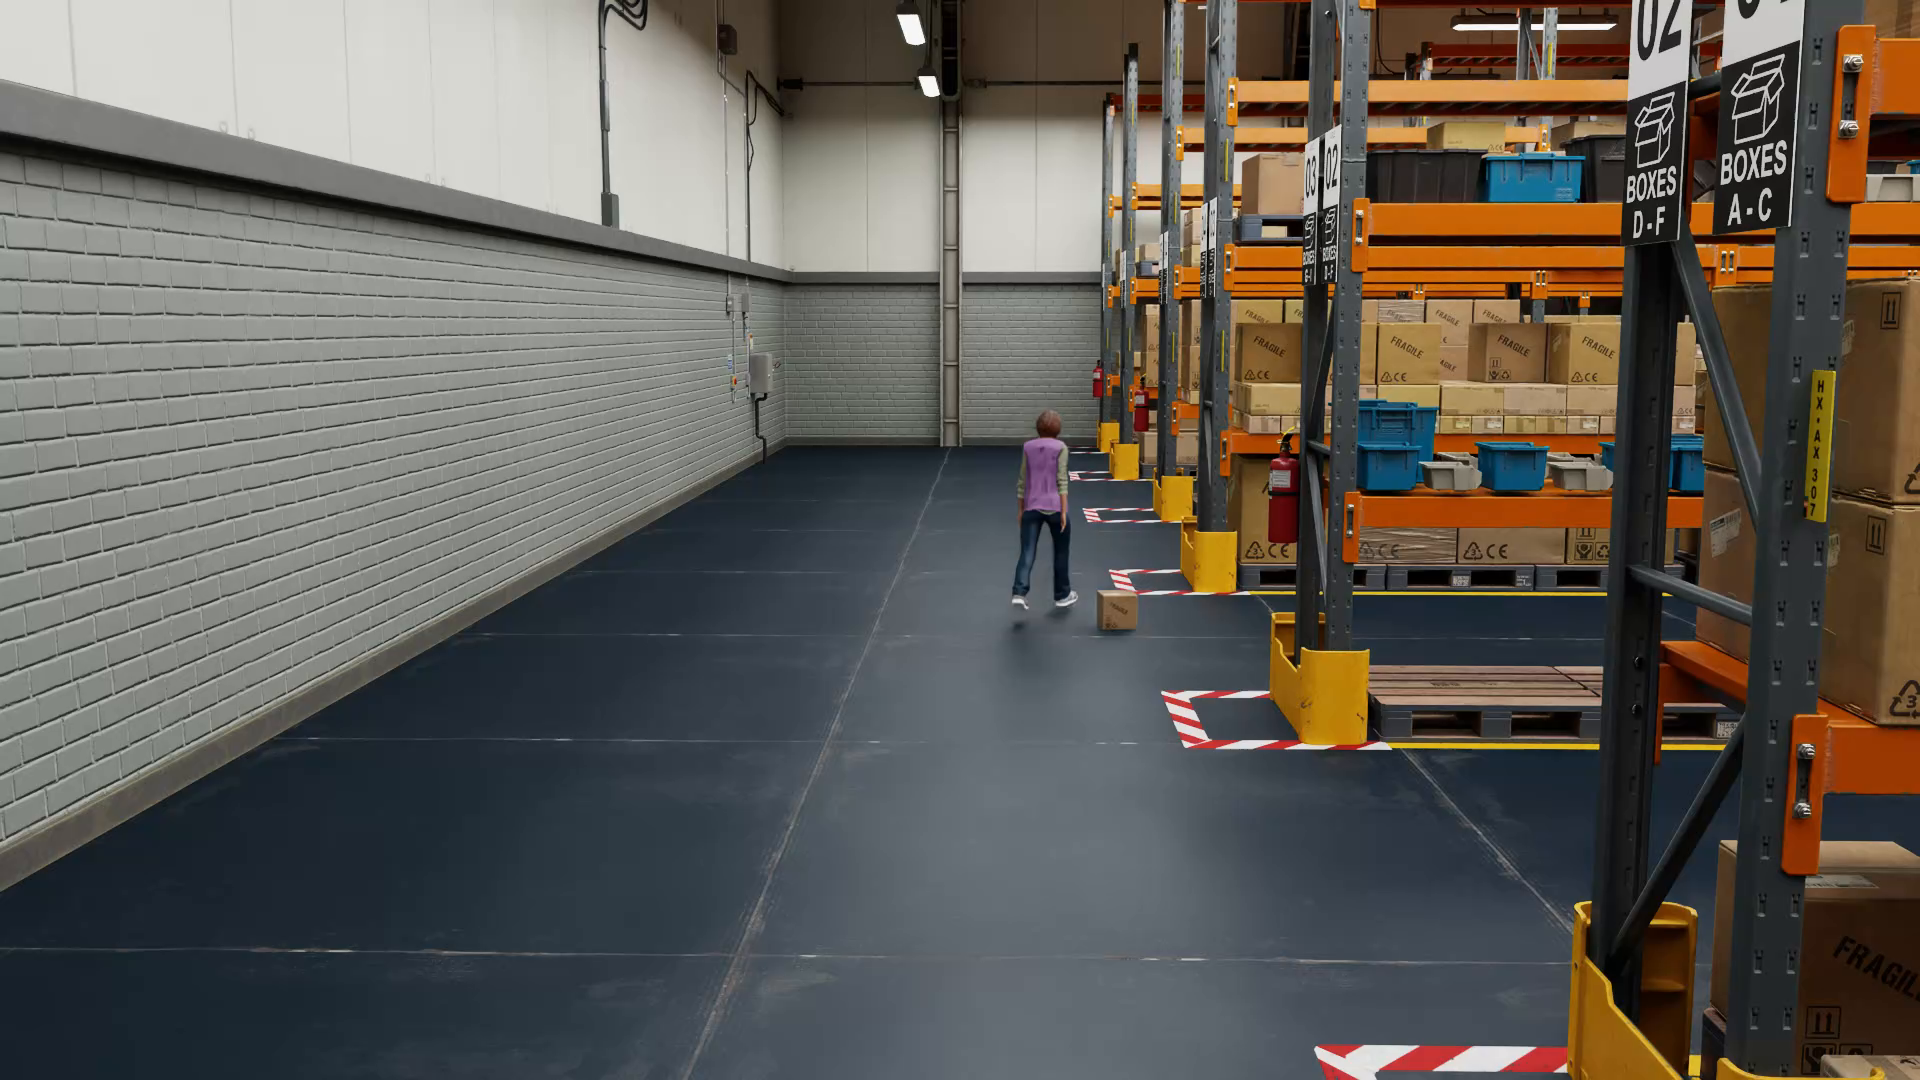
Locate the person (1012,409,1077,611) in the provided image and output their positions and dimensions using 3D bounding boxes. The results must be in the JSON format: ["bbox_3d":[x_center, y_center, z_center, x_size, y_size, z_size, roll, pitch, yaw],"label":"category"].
[{"bbox_3d":[0.615,-0.217,12.602,0.420,1.531,1.006,2,8,17],"label":"person"}]
